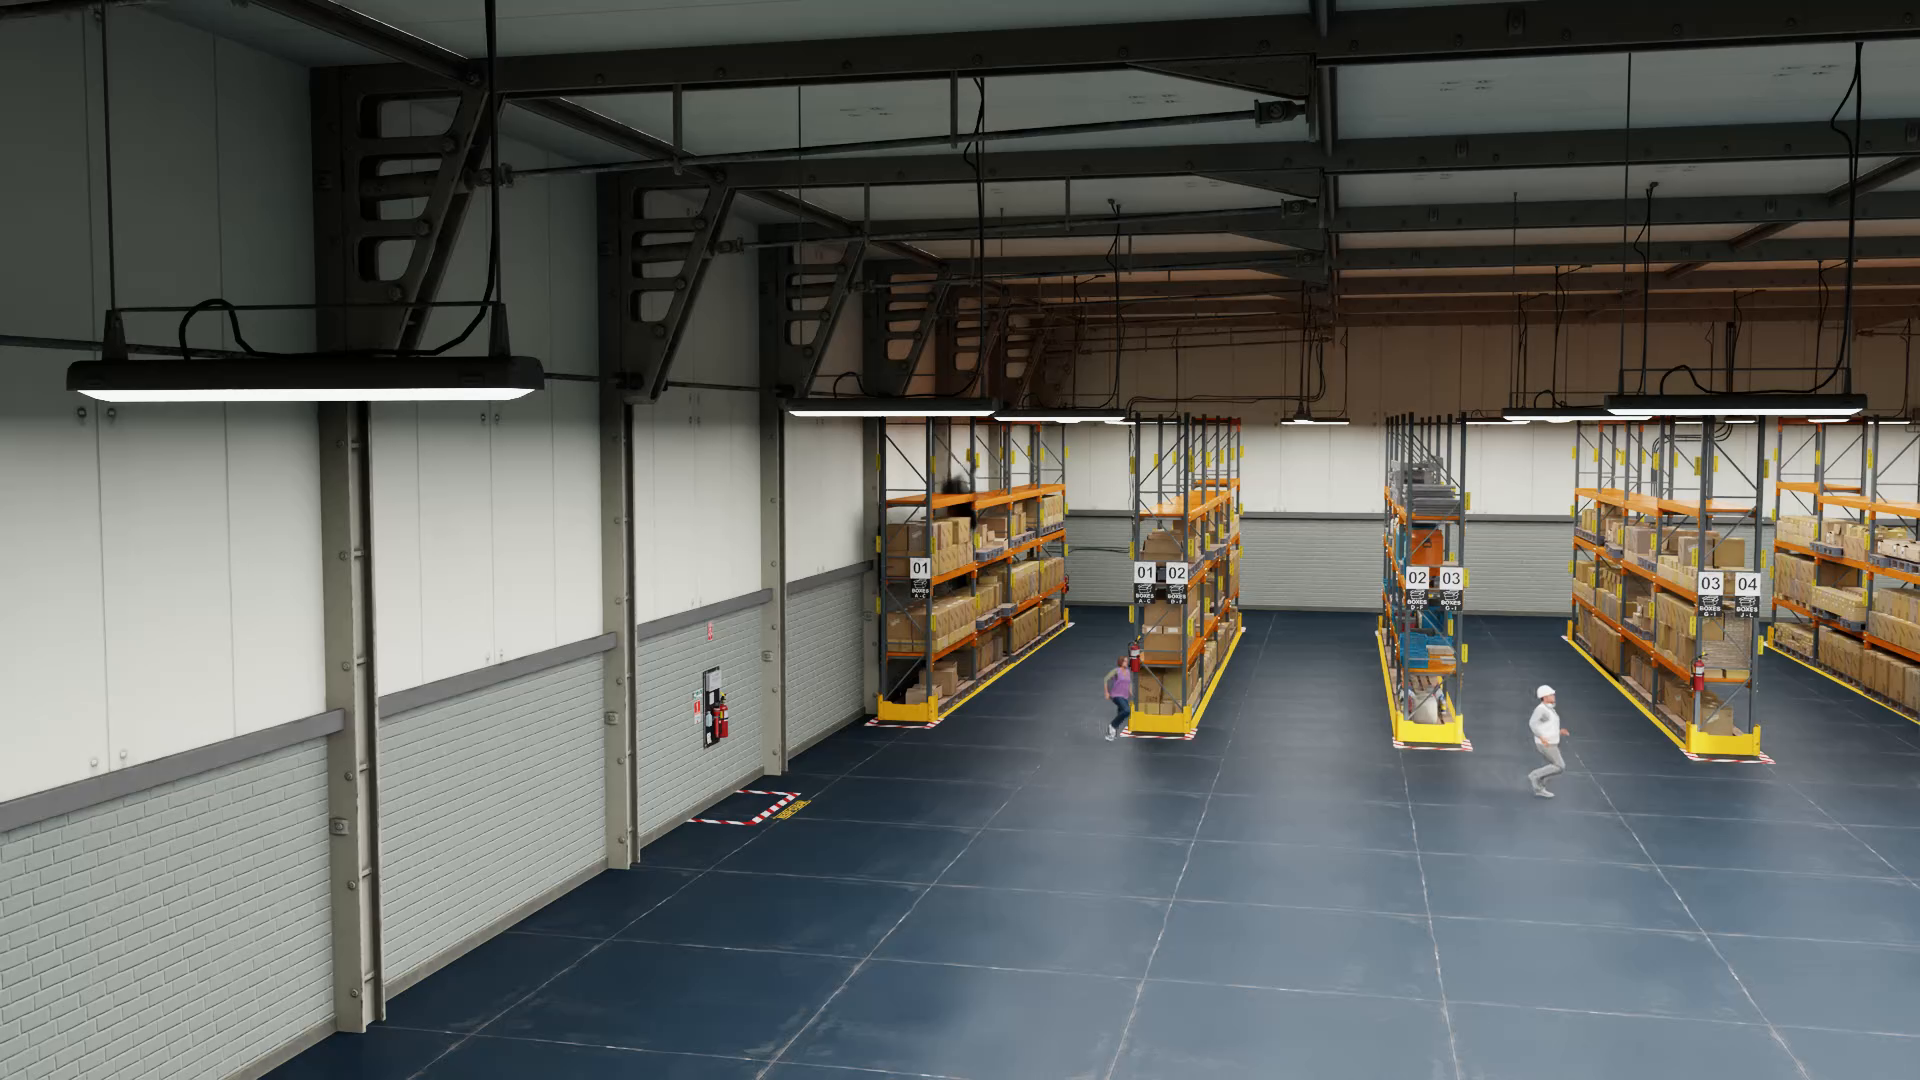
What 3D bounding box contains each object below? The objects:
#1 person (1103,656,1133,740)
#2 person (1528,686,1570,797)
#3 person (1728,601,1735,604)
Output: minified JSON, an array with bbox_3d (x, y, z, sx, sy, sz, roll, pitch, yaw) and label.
[{"bbox_3d":[2.962,2.892,30.388,0.547,1.529,0.545,-3,5,-39],"label":"person"},{"bbox_3d":[9.116,3.119,25.702,0.569,1.728,0.652,2,5,31],"label":"person"},{"bbox_3d":[19.986,1.953,43.670,0.667,1.696,0.661,3,5,40],"label":"person"}]
